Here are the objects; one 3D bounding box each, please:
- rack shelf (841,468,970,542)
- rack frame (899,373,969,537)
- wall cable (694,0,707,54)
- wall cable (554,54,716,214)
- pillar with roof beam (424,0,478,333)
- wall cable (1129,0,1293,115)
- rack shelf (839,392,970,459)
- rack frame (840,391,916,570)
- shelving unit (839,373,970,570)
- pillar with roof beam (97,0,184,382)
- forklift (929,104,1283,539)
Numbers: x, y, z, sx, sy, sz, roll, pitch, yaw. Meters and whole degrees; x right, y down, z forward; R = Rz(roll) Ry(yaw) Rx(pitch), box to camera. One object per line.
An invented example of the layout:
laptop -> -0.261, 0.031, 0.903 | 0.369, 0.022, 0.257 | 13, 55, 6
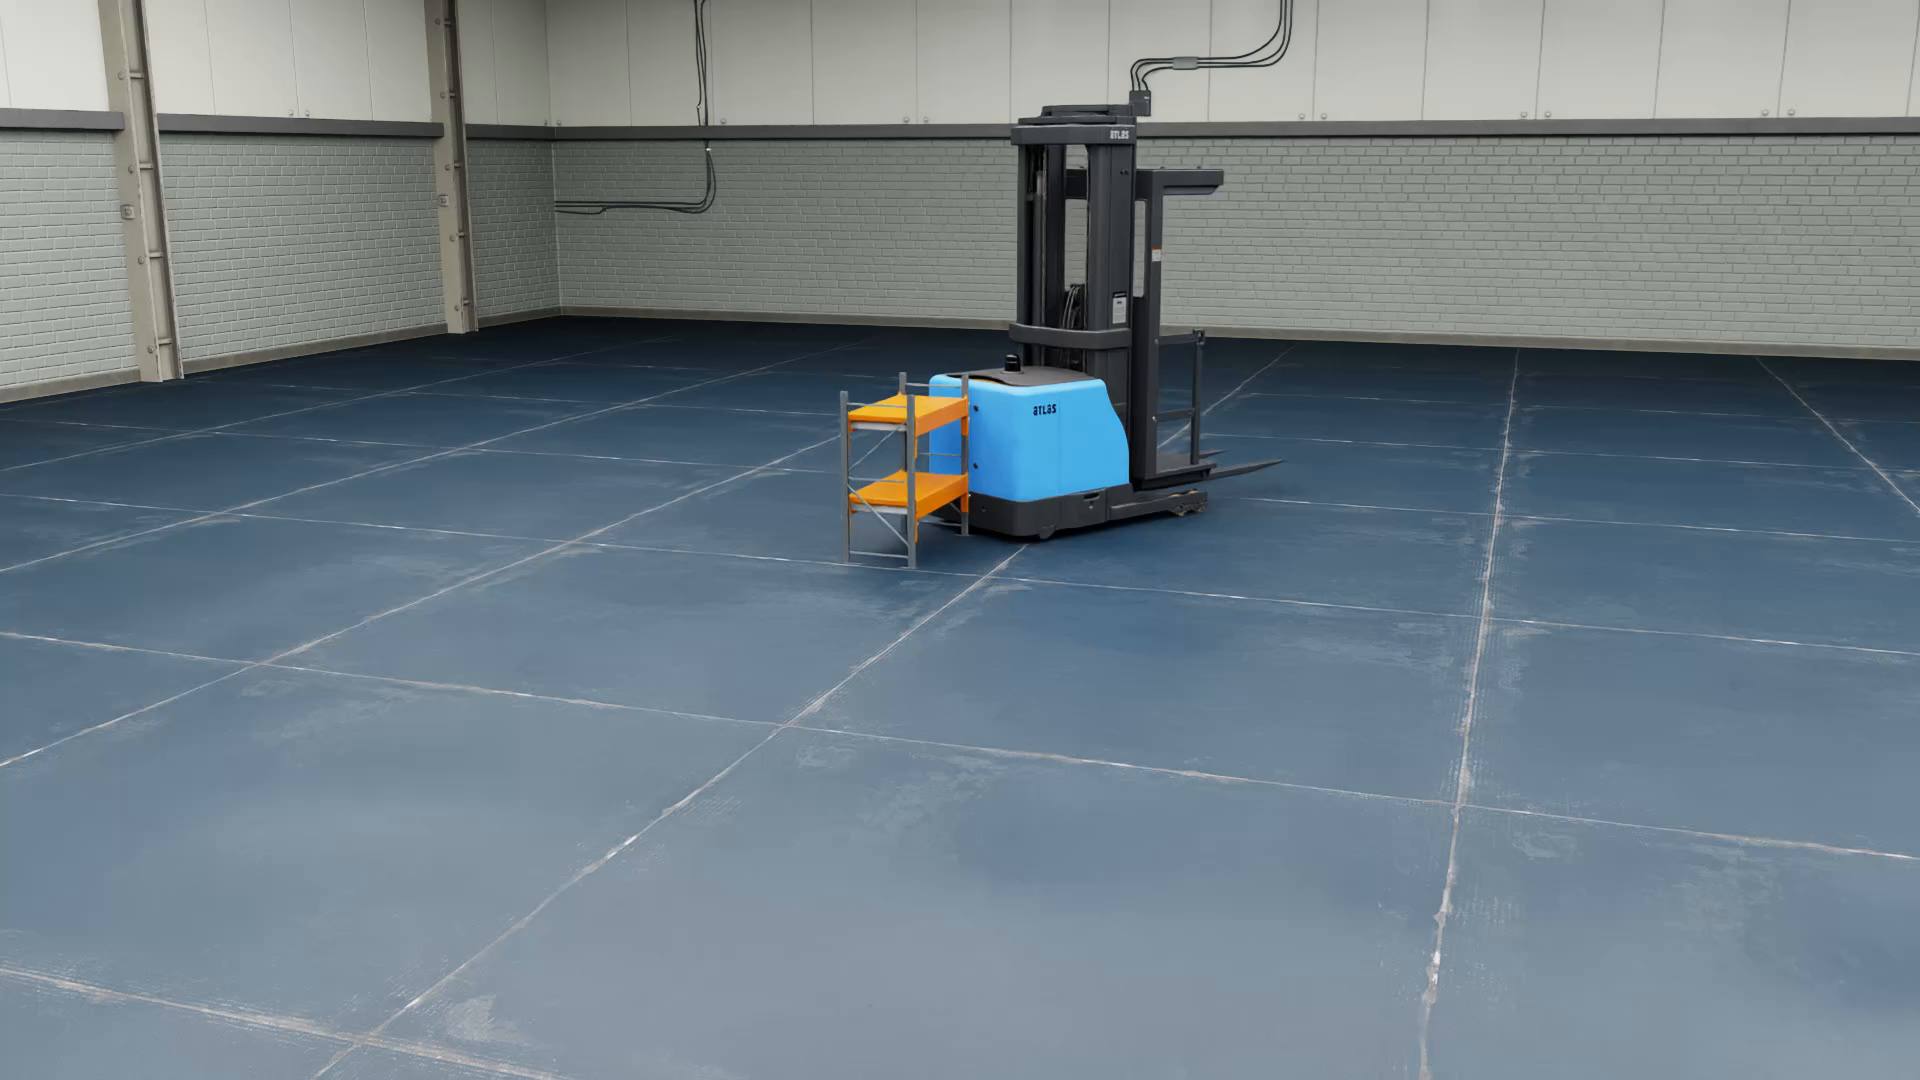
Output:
rack shelf -> -0.351, -0.245, 11.131 | 0.538, 0.278, 1.000 | 5, 14, 19
rack frame -> -0.179, -0.590, 11.543 | 0.500, 1.125, 0.032 | 5, 14, 19
wall cable -> -2.847, -8.850, 25.666 | 3.097, 2.526, 0.112 | 4, 14, 18
wall cable -> -5.406, -6.582, 27.081 | 3.097, 2.526, 0.112 | 4, 14, 18
pillar with roof beam -> -3.537, -7.261, 23.077 | 9.100, 9.000, 0.400 | 4, 14, 18
wall cable -> 3.571, -9.067, 23.348 | 2.305, 6.003, 0.169 | 4, 14, 18
rack shelf -> -0.351, -0.769, 11.012 | 0.538, 0.278, 1.000 | 5, 14, 19
rack frame -> -0.523, -0.377, 10.611 | 0.500, 1.125, 0.032 | 5, 14, 19
shelving unit -> -0.351, -0.483, 11.077 | 0.538, 1.125, 1.048 | 5, 14, 19
pillar with roof beam -> -5.479, -5.998, 17.542 | 9.100, 9.000, 0.400 | 4, 14, 18
forklift -> 1.215, -1.682, 12.271 | 3.031, 2.935, 1.130 | -11, 17, -39
